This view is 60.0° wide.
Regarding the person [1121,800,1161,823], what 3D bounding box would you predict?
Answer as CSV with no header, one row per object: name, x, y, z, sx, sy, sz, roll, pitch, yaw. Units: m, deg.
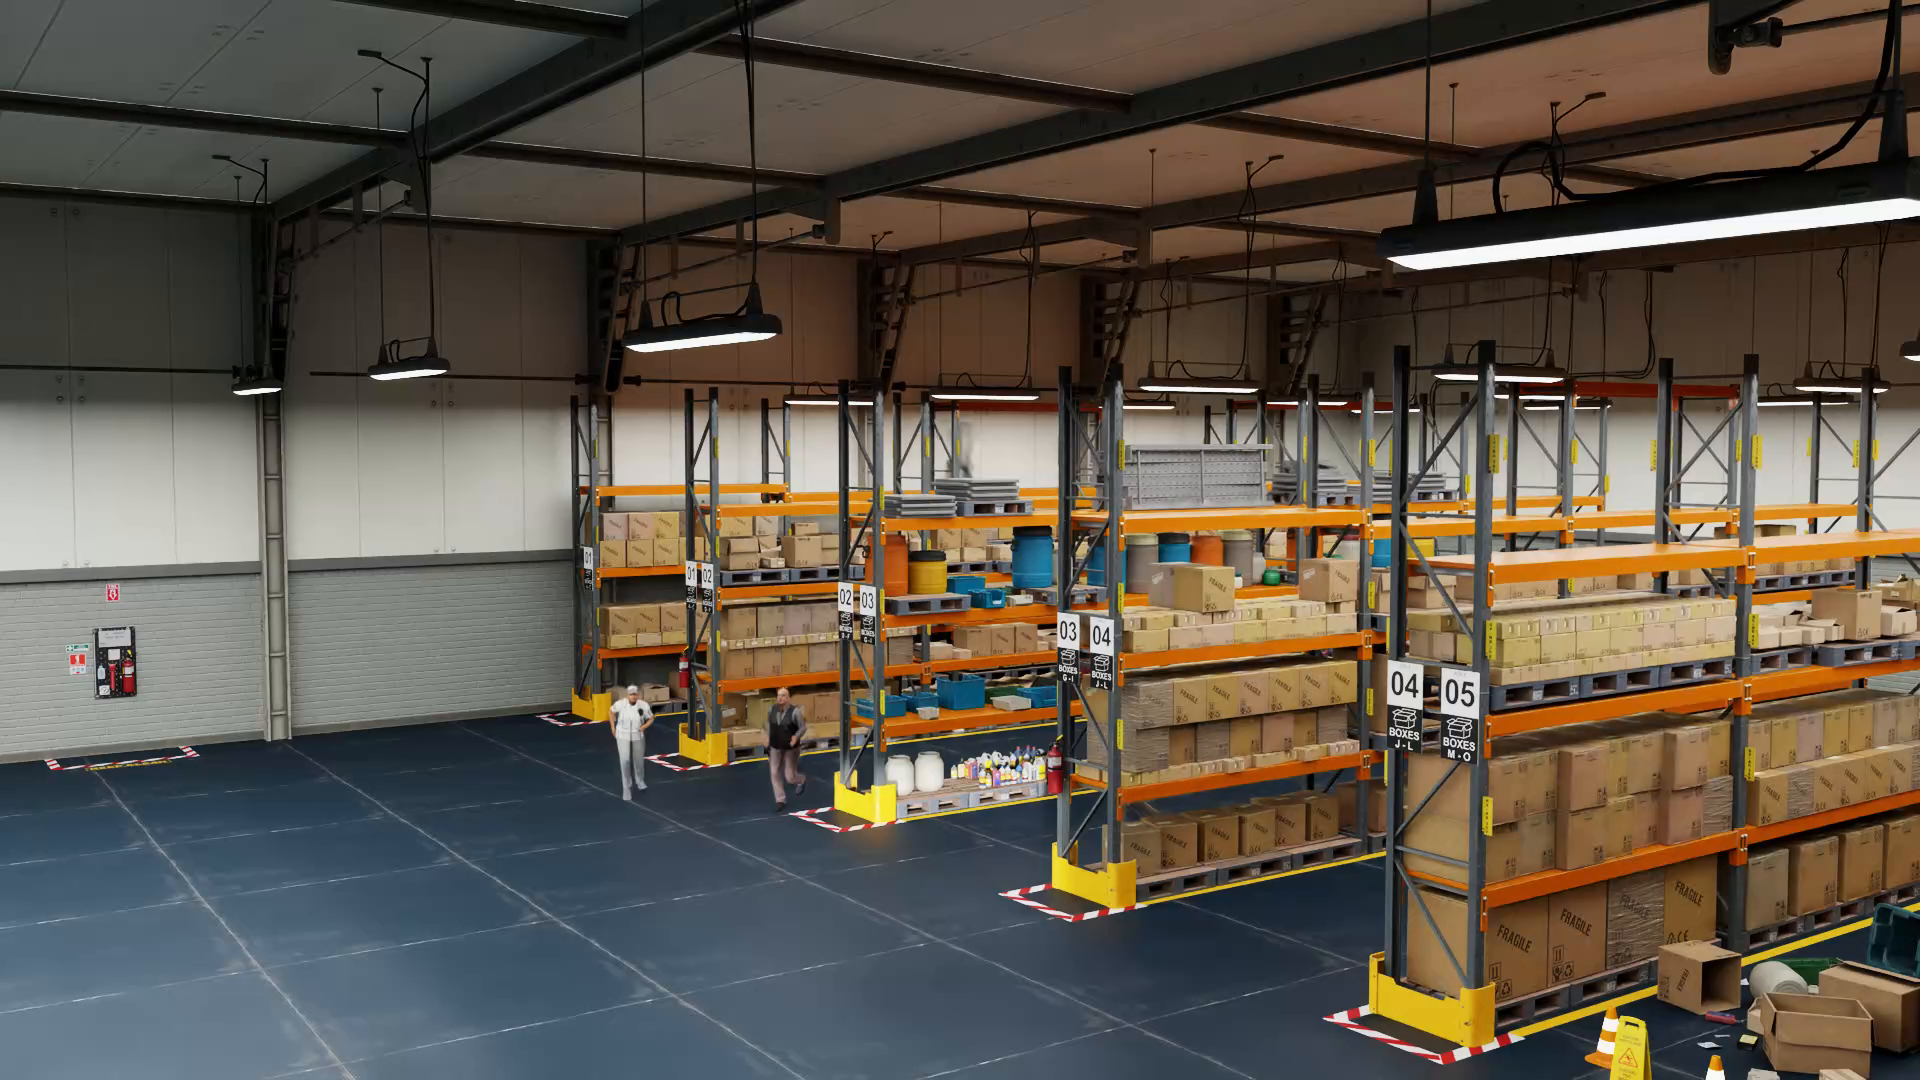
person,2.234,3.101,21.337,1.004,1.624,0.601,-3,5,-44

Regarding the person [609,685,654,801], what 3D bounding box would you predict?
person,-4.766,2.906,24.158,0.642,1.669,0.790,-1,4,-13

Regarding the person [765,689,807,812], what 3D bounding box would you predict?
person,-2.445,2.884,23.416,0.647,1.624,0.830,1,4,16
